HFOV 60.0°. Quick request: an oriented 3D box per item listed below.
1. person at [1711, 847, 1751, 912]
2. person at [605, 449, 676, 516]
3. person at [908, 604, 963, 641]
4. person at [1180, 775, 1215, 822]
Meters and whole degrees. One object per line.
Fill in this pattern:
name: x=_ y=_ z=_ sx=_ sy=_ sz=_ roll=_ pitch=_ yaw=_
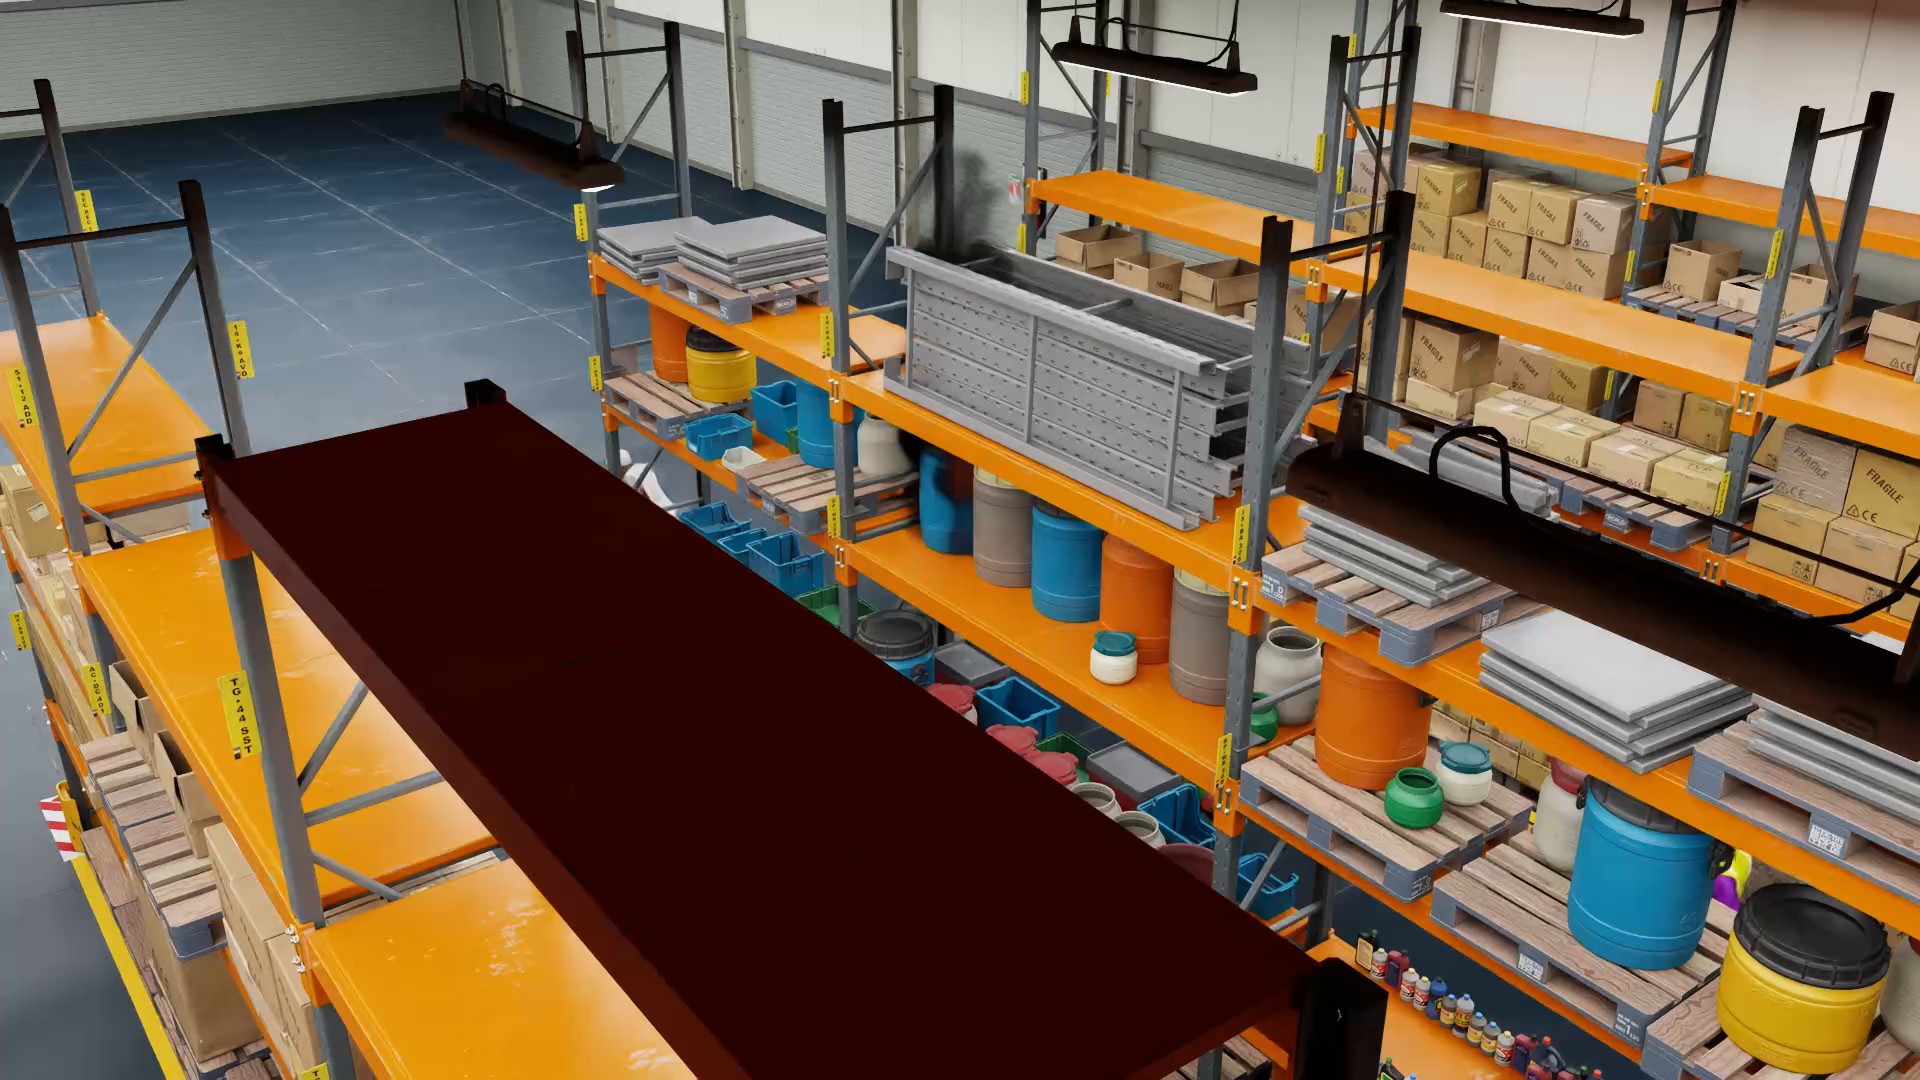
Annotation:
person: x=5.061 y=2.644 z=11.177 sx=0.824 sy=1.769 sz=0.725 roll=19 pitch=31 yaw=35
person: x=-3.297 y=-0.178 z=17.482 sx=0.841 sy=1.605 sz=0.706 roll=3 pitch=25 yaw=6
person: x=-0.229 y=0.485 z=15.940 sx=0.801 sy=1.735 sz=0.552 roll=23 pitch=33 yaw=40
person: x=1.982 y=1.680 z=13.264 sx=0.648 sy=1.777 sz=0.796 roll=-13 pitch=28 yaw=-27
